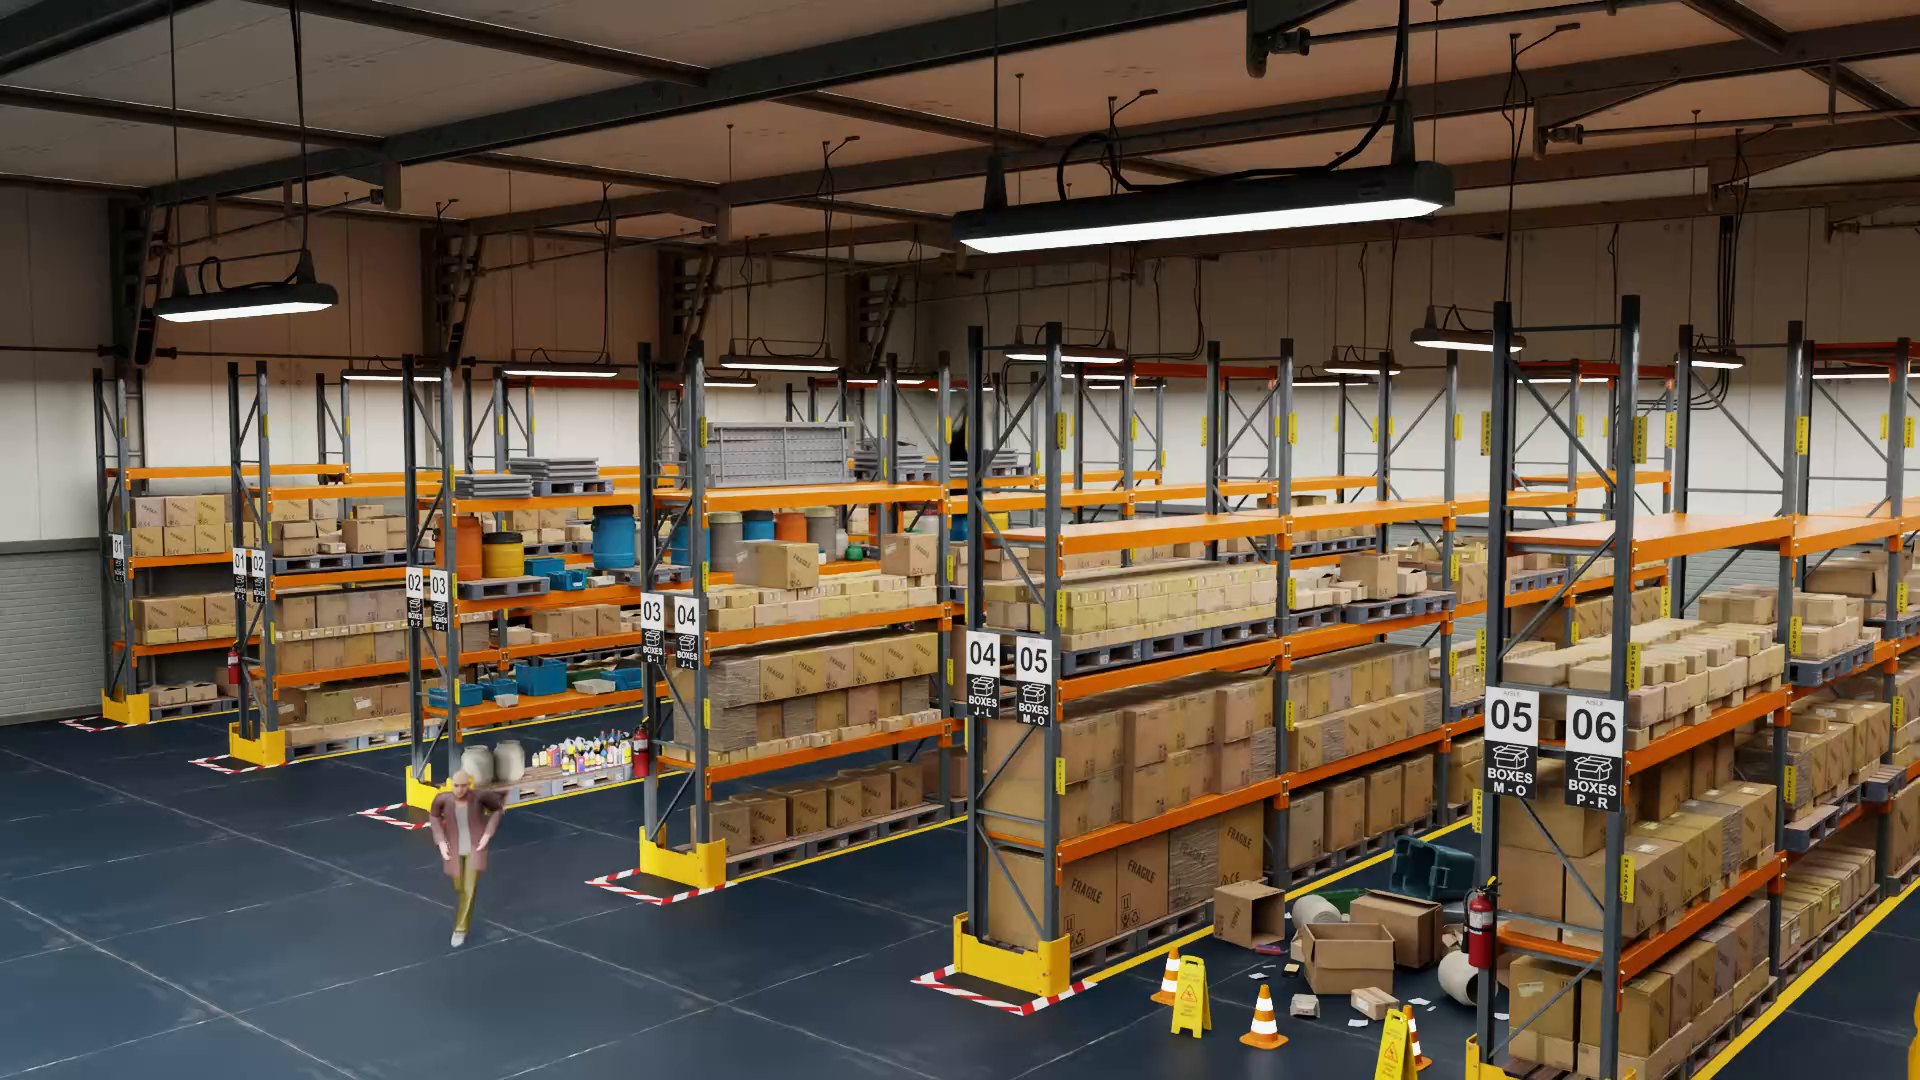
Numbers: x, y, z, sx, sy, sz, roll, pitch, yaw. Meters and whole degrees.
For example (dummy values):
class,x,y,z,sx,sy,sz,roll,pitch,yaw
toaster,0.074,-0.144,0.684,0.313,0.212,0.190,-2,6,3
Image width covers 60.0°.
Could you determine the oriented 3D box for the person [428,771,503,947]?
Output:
class,x,y,z,sx,sy,sz,roll,pitch,yaw
person,-4.947,3.106,16.697,0.722,1.735,0.970,-1,4,-13
